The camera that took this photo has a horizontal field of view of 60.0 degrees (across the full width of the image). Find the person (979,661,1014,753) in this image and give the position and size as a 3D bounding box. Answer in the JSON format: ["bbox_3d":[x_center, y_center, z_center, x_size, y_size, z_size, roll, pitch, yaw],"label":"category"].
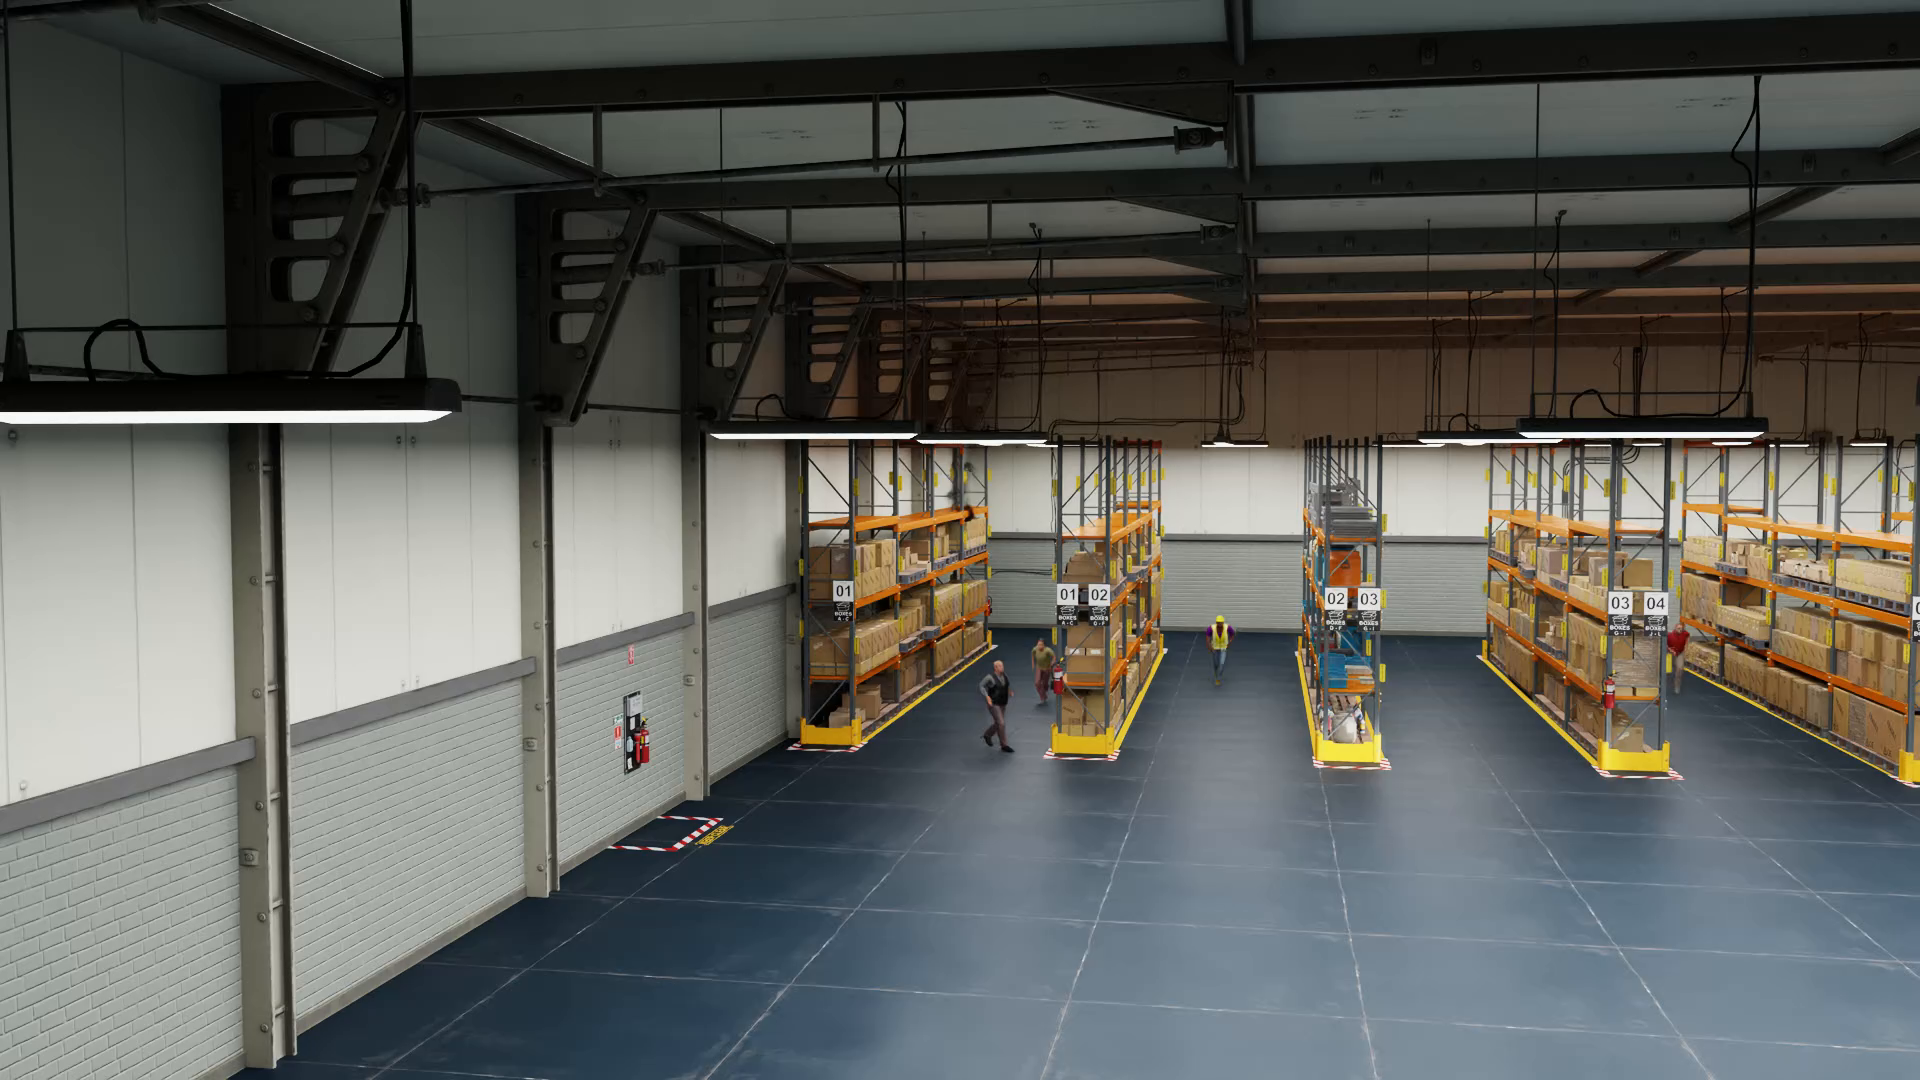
[{"bbox_3d":[0.690,3.147,31.615,0.669,1.721,0.868,-3,4,-43],"label":"person"}]

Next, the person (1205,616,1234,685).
[{"bbox_3d":[6.383,2.690,40.875,0.702,1.708,0.942,0,3,3],"label":"person"}]

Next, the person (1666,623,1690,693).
[{"bbox_3d":[16.986,2.785,39.617,0.702,1.694,1.019,0,3,1],"label":"person"}]

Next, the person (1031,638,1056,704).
[{"bbox_3d":[1.914,2.955,37.778,0.569,1.496,0.964,1,3,15],"label":"person"}]
